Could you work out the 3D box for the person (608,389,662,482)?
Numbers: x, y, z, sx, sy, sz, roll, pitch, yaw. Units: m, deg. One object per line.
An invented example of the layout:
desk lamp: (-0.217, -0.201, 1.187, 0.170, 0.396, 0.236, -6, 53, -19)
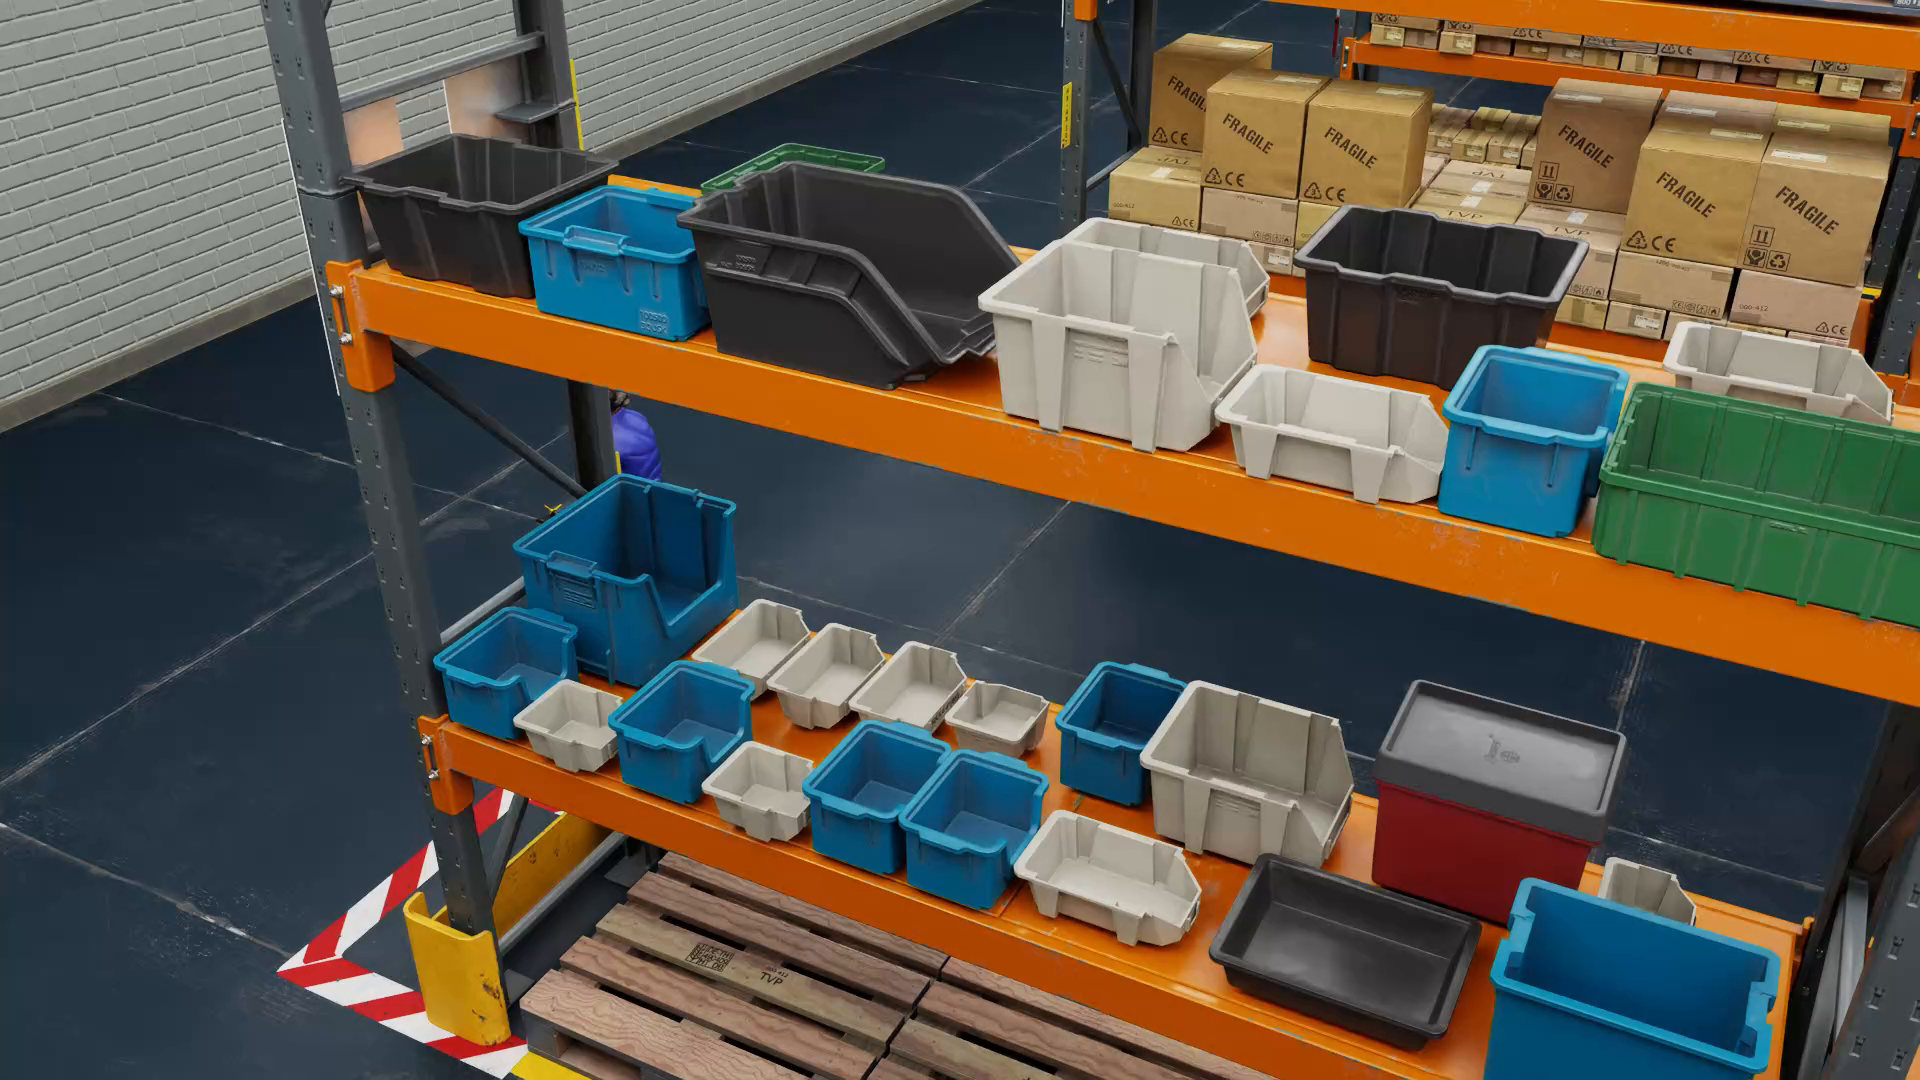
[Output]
person: (-1.405, 0.003, 7.130, 0.345, 1.655, 0.516, 7, 31, 12)
